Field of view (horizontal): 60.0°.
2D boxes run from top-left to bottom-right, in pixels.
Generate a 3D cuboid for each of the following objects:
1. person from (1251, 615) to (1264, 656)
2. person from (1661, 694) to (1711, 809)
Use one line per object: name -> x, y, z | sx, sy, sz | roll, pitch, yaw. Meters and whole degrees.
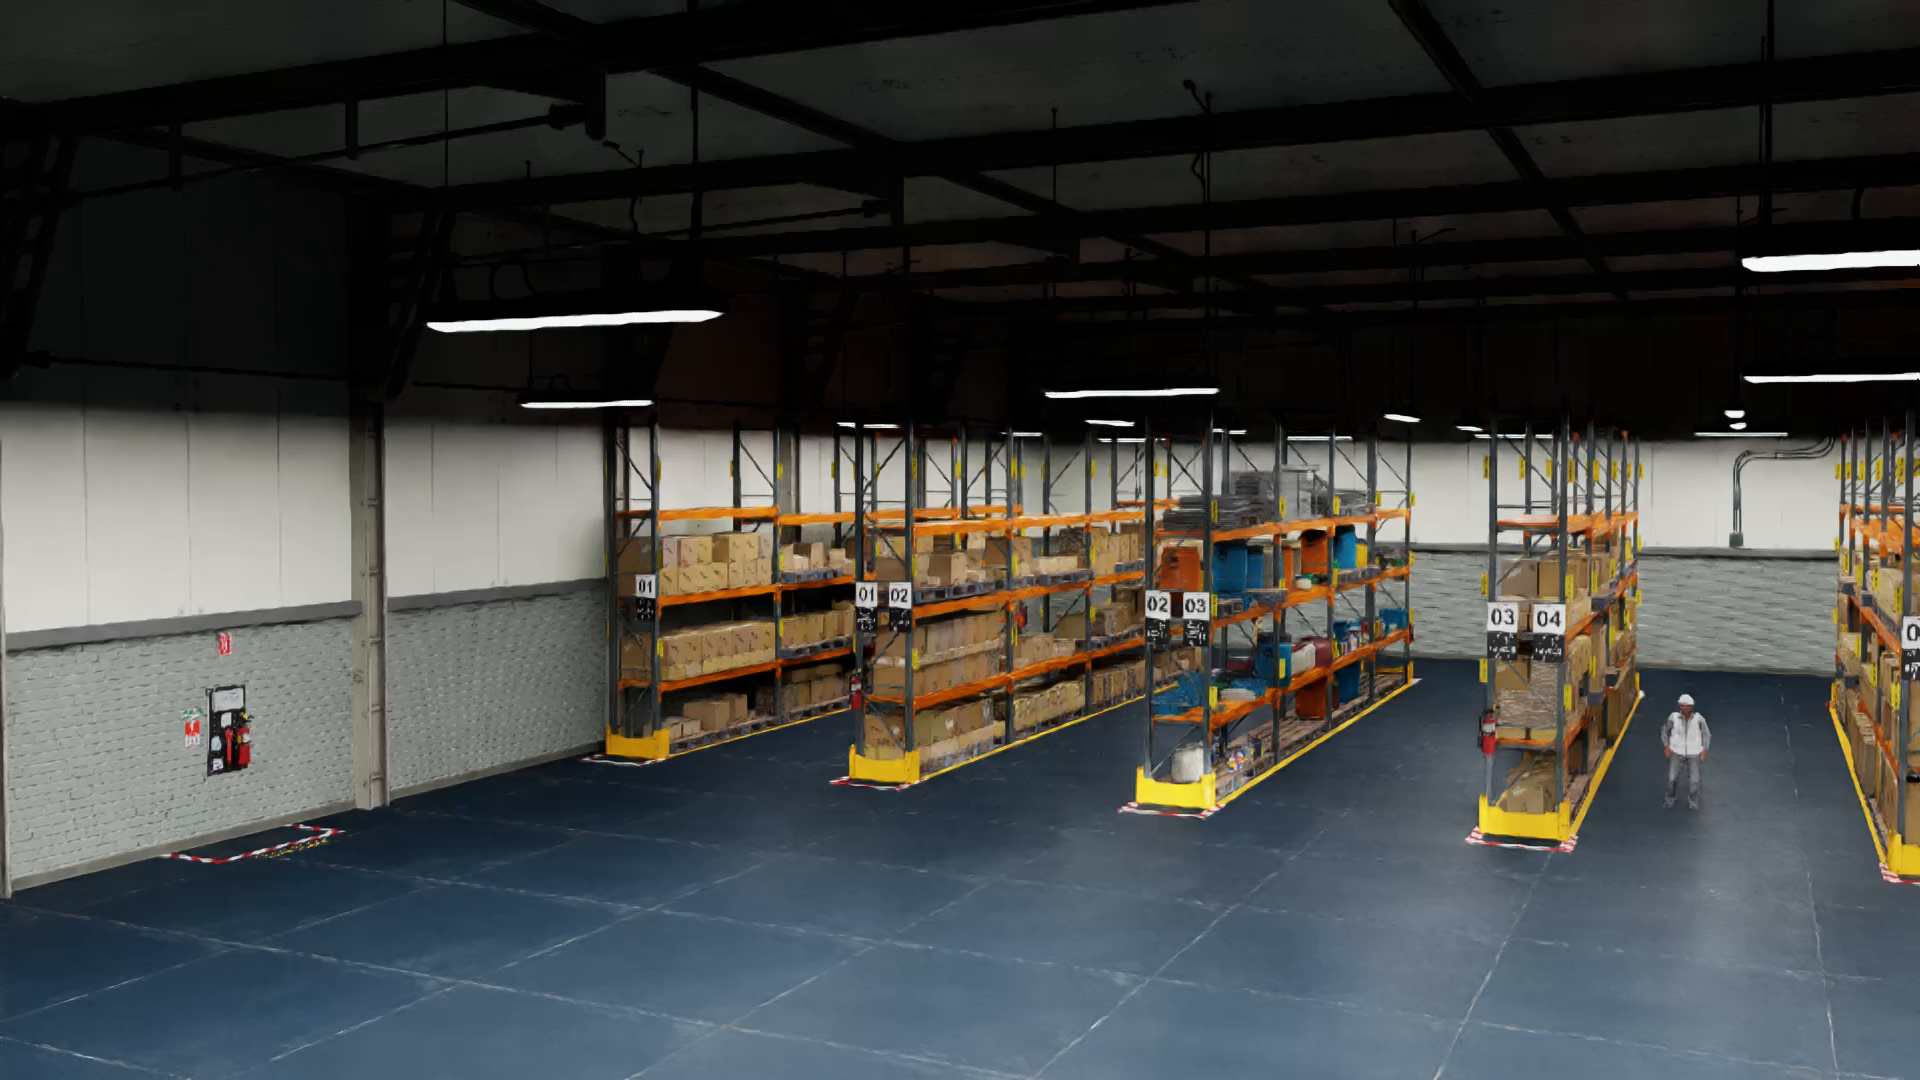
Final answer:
person -> 6.998, 2.505, 38.996 | 0.380, 1.681, 0.598 | 1, 2, 14
person -> 10.691, 3.114, 24.515 | 0.677, 1.726, 0.574 | 1, 3, 24
